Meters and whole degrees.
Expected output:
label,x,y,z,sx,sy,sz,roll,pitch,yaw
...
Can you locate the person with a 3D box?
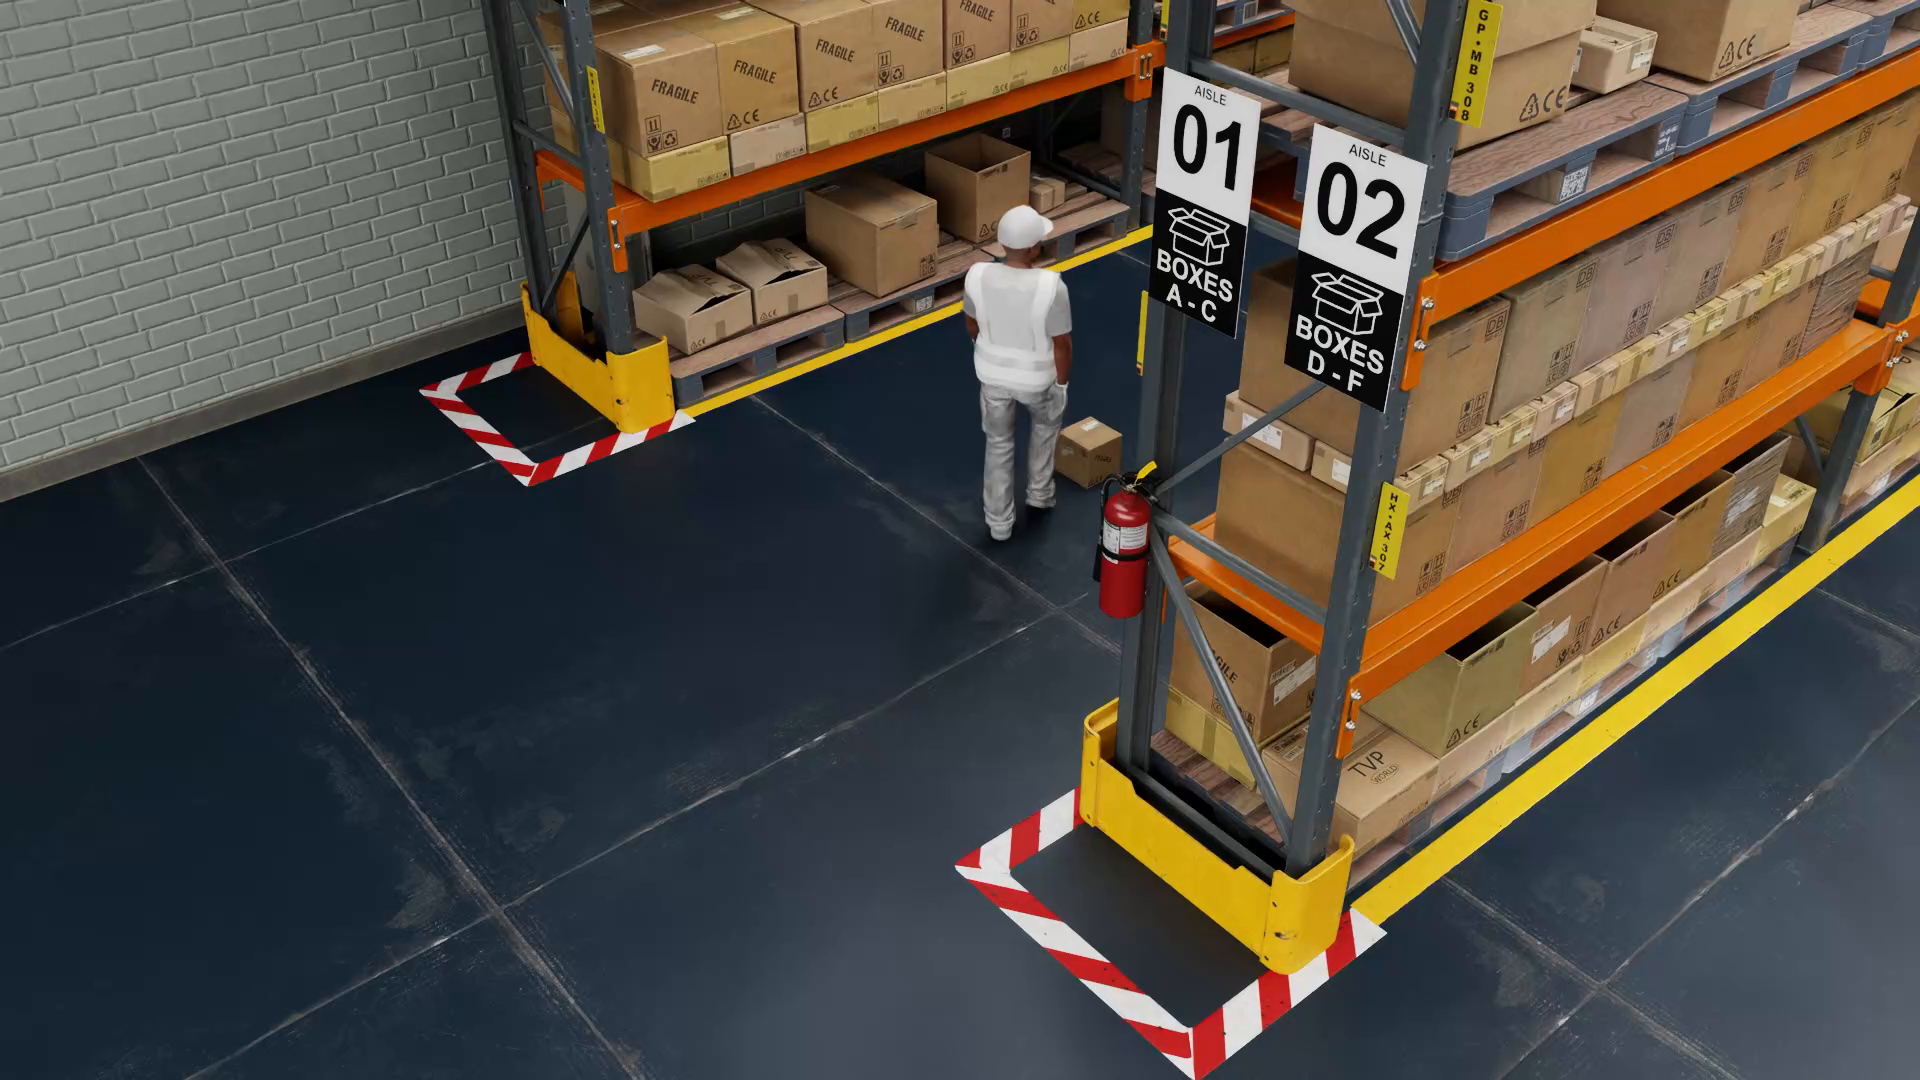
label,x,y,z,sx,sy,sz,roll,pitch,yaw
person,0.301,-0.829,8.259,0.569,1.862,0.566,8,36,11
